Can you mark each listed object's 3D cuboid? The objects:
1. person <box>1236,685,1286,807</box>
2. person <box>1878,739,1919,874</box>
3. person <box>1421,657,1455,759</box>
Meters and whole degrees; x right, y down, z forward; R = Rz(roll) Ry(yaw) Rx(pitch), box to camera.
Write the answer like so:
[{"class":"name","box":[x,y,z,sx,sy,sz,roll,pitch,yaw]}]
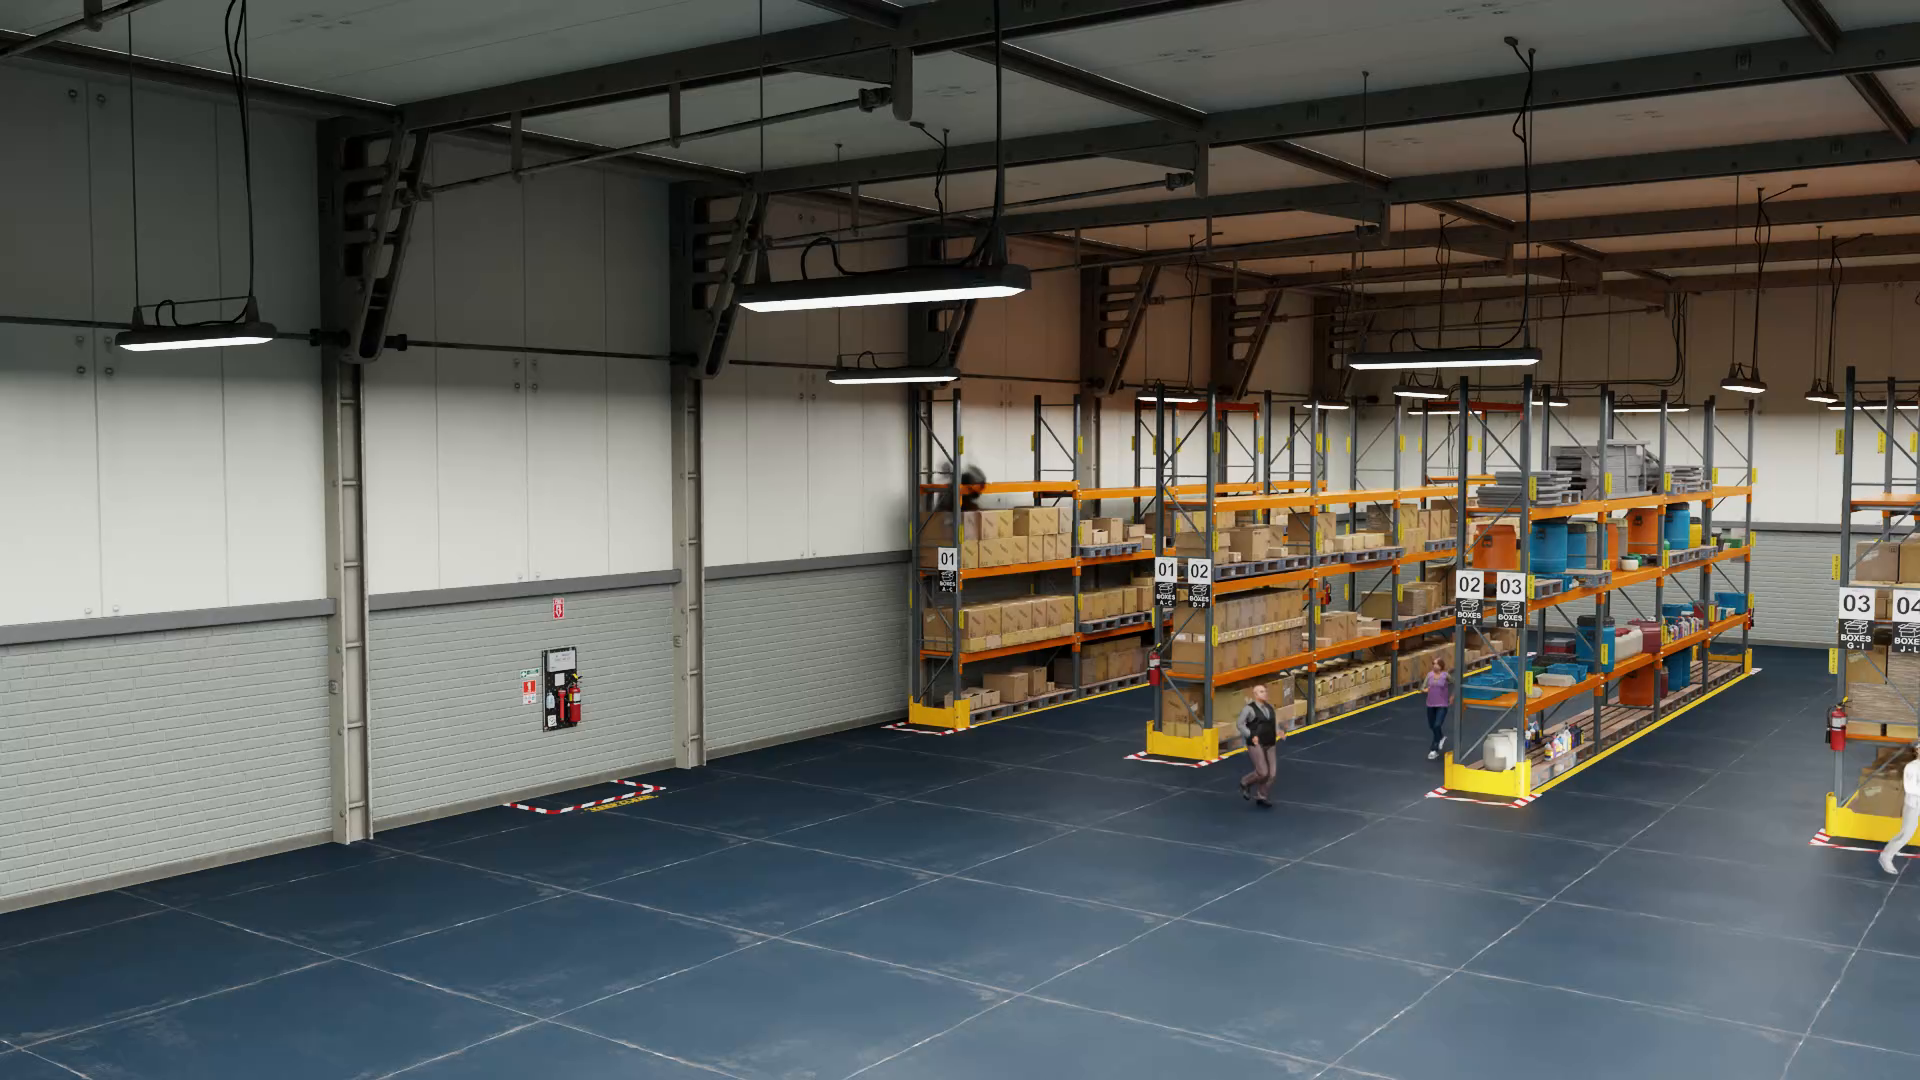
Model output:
[{"class":"person","box":[4.180,2.850,23.034,0.654,1.673,0.604,-2,4,-30]},{"class":"person","box":[10.958,3.078,18.978,0.623,1.742,0.876,-1,3,-11]},{"class":"person","box":[7.644,2.678,26.643,0.529,1.556,0.863,2,4,37]}]
